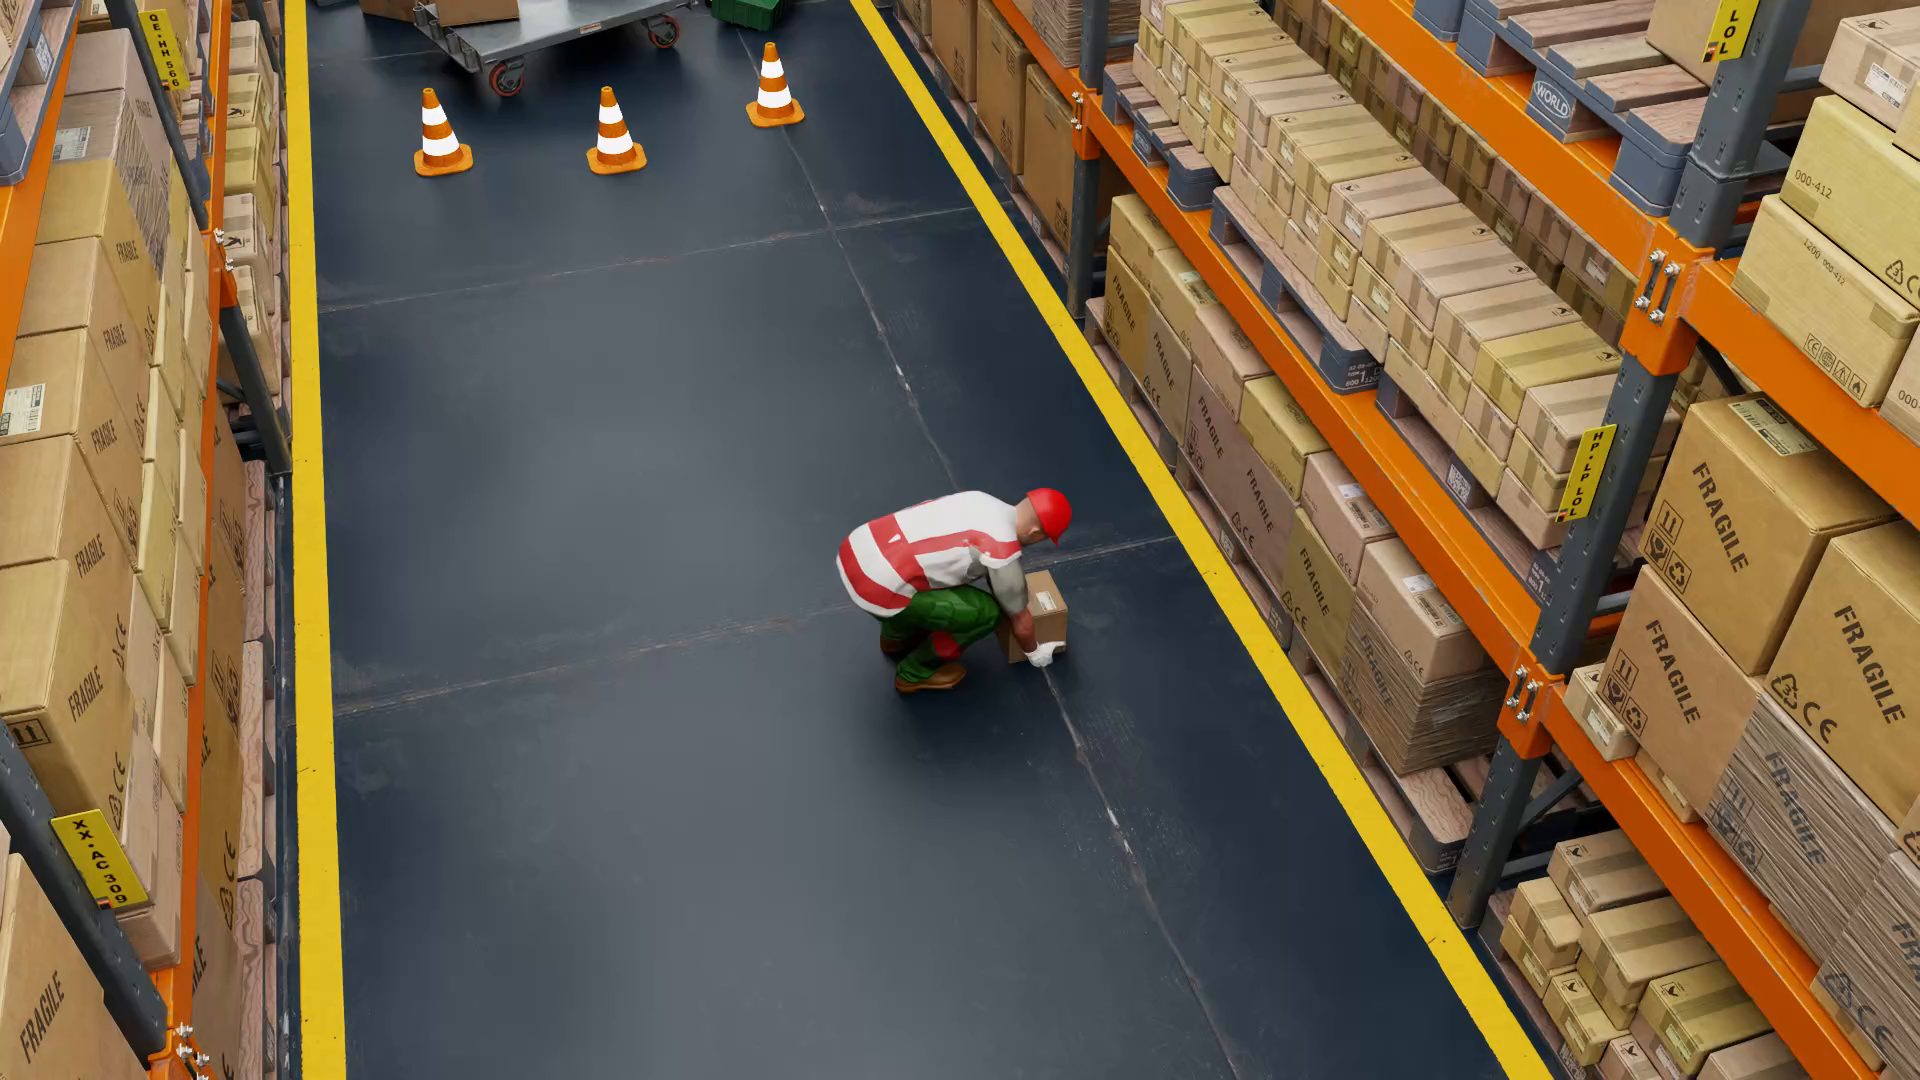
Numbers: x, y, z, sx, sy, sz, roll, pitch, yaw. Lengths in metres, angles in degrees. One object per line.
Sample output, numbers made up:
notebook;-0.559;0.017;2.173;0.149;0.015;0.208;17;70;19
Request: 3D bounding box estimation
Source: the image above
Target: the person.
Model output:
person;-0.006;0.185;6.707;0.964;0.810;0.524;-13;43;-14
